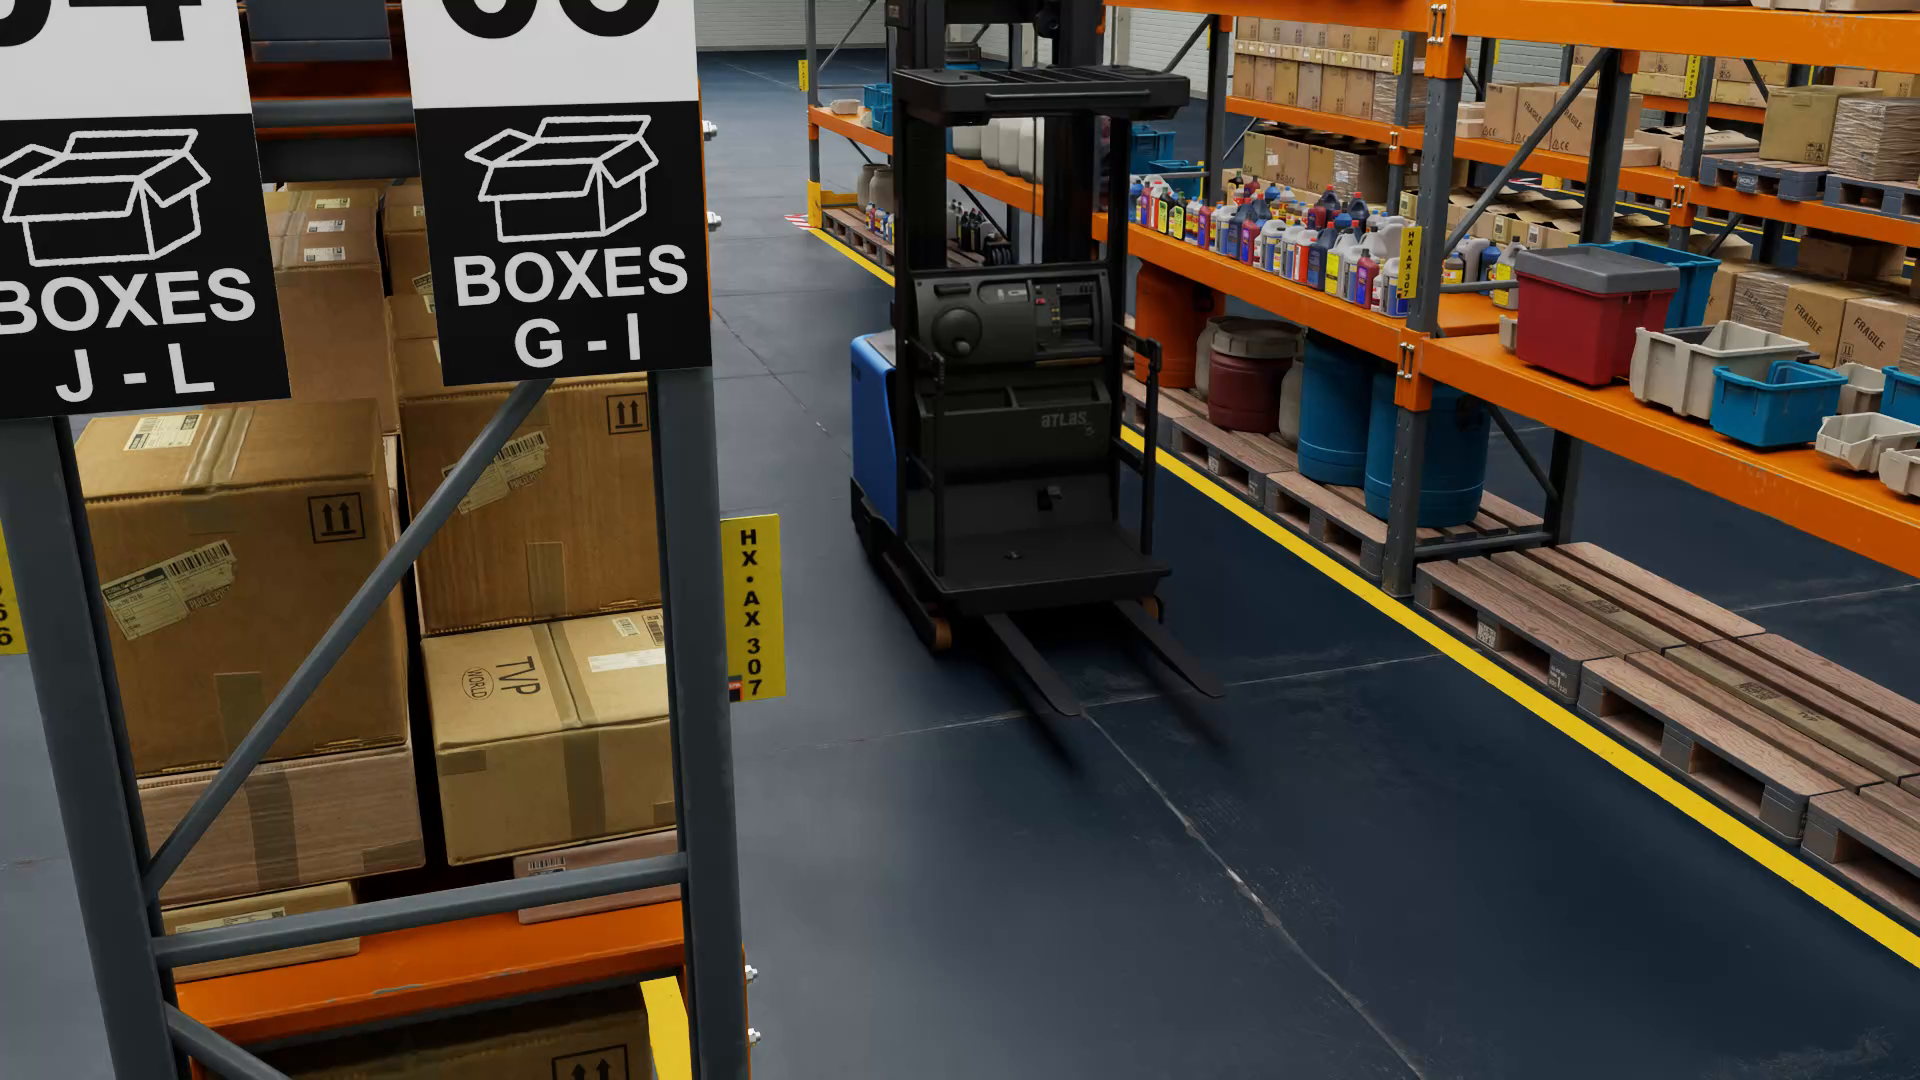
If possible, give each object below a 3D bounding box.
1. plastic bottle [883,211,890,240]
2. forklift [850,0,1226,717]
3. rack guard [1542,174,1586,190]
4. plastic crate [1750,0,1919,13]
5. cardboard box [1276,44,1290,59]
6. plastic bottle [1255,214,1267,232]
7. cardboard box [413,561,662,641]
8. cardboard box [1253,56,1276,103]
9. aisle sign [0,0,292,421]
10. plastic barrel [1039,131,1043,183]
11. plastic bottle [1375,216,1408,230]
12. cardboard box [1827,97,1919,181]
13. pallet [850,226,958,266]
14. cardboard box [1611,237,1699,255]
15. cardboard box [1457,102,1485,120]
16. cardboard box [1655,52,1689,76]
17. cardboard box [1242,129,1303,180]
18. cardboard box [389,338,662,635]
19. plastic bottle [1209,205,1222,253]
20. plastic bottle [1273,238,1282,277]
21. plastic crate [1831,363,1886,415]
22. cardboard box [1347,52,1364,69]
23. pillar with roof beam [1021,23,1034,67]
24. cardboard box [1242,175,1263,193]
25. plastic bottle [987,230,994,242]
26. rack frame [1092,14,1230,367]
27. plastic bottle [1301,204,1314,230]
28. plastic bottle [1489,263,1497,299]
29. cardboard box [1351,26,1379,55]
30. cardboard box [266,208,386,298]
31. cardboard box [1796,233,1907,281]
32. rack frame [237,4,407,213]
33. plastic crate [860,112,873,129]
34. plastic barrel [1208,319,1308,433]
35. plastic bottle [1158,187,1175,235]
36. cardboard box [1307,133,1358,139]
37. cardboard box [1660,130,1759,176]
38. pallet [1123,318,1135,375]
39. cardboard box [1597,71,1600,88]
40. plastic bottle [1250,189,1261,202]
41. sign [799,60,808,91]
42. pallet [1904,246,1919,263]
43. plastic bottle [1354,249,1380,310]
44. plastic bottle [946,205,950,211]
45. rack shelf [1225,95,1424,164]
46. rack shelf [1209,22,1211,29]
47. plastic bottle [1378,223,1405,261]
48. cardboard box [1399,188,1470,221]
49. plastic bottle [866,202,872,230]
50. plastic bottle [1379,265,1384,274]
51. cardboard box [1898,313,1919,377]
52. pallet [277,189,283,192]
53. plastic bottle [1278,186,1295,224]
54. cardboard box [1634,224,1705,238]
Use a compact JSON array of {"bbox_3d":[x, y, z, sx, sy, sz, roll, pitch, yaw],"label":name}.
[{"bbox_3d":[-0.723,-3.144,16.618,0.097,0.271,0.097,0,20,0],"label":"plastic bottle"},{"bbox_3d":[0.309,-1.018,7.415,1.130,2.935,3.031,-6,21,-15],"label":"forklift"},{"bbox_3d":[8.229,-4.895,21.805,1.175,0.500,0.348,-6,21,-17],"label":"rack guard"},{"bbox_3d":[2.945,-1.833,5.535,0.437,0.136,0.530,-6,21,-17],"label":"plastic crate"},{"bbox_3d":[3.749,-5.441,18.519,0.380,0.149,0.250,-7,21,-19],"label":"cardboard box"},{"bbox_3d":[1.706,-1.704,9.414,0.097,0.271,0.097,0,20,0],"label":"plastic bottle"},{"bbox_3d":[-0.937,0.199,3.706,0.500,0.250,0.500,-7,21,-18],"label":"cardboard box"},{"bbox_3d":[3.808,-5.296,19.076,0.700,0.500,0.500,-6,21,-16],"label":"cardboard box"},{"bbox_3d":[-1.135,-0.551,2.167,0.394,0.787,0.004,-6,21,-17],"label":"aisle sign"},{"bbox_3d":[0.789,-2.836,12.209,0.421,0.512,0.421,0,20,0],"label":"plastic barrel"},{"bbox_3d":[2.425,-1.695,9.380,0.152,0.276,0.135,-6,21,-17],"label":"plastic bottle"},{"bbox_3d":[6.430,-2.742,11.343,0.700,0.500,0.500,-3,20,-7],"label":"cardboard box"},{"bbox_3d":[-0.501,-3.059,17.122,1.003,0.211,1.213,-6,21,-17],"label":"pallet"},{"bbox_3d":[5.620,-2.310,13.528,0.500,0.311,0.500,-6,21,-16],"label":"cardboard box"},{"bbox_3d":[4.958,-4.061,16.006,0.500,0.250,0.500,-5,20,-14],"label":"cardboard box"},{"bbox_3d":[8.546,-5.712,19.465,0.500,0.500,0.500,-6,21,-16],"label":"cardboard box"},{"bbox_3d":[3.620,-4.469,19.258,0.500,0.500,0.500,-6,21,-17],"label":"cardboard box"},{"bbox_3d":[-0.924,-0.148,3.563,0.500,0.500,0.500,-7,21,-19],"label":"cardboard box"},{"bbox_3d":[1.518,-1.831,9.768,0.097,0.271,0.097,0,20,0],"label":"plastic bottle"},{"bbox_3d":[1.763,-1.548,9.081,0.097,0.201,0.097,0,20,0],"label":"plastic bottle"},{"bbox_3d":[3.405,-0.570,6.366,0.293,0.136,0.466,-6,21,-17],"label":"plastic crate"},{"bbox_3d":[4.228,-4.949,17.150,0.380,0.149,0.250,-6,21,-17],"label":"cardboard box"},{"bbox_3d":[-2.384,-16.031,40.236,9.100,9.000,0.400,-6,21,-17],"label":"pillar with roof beam"},{"bbox_3d":[3.622,-4.116,19.385,0.500,0.250,0.500,-6,21,-17],"label":"cardboard box"},{"bbox_3d":[0.310,-2.864,15.941,0.097,0.201,0.097,0,20,0],"label":"plastic bottle"},{"bbox_3d":[1.315,-2.476,11.372,1.000,3.000,0.127,-6,21,-17],"label":"rack frame"},{"bbox_3d":[2.153,-1.966,10.247,0.097,0.201,0.097,0,20,0],"label":"plastic bottle"},{"bbox_3d":[2.767,-1.340,8.503,0.097,0.201,0.097,0,20,0],"label":"plastic bottle"},{"bbox_3d":[4.456,-5.246,17.017,0.700,0.500,0.500,-6,21,-17],"label":"cardboard box"},{"bbox_3d":[-2.074,-0.749,5.236,0.500,0.500,0.500,-6,21,-17],"label":"cardboard box"},{"bbox_3d":[6.557,-2.092,12.240,0.500,0.250,0.500,-6,20,-15],"label":"cardboard box"},{"bbox_3d":[-2.130,-0.666,6.333,1.000,3.000,0.127,-6,21,-17],"label":"rack frame"},{"bbox_3d":[-0.693,-4.130,16.366,0.530,0.136,0.437,-6,21,-17],"label":"plastic crate"},{"bbox_3d":[1.840,-1.021,10.268,0.600,0.588,0.708,-6,21,-17],"label":"plastic barrel"},{"bbox_3d":[1.288,-2.051,10.363,0.061,0.283,0.133,-6,21,-17],"label":"plastic bottle"},{"bbox_3d":[4.283,-4.365,18.969,0.500,0.500,0.500,-6,21,-17],"label":"cardboard box"},{"bbox_3d":[5.946,-3.080,13.187,0.500,0.311,0.500,-5,20,-14],"label":"cardboard box"},{"bbox_3d":[1.108,-1.416,12.547,1.003,0.211,1.213,-6,21,-17],"label":"pallet"},{"bbox_3d":[8.234,-5.679,20.483,0.500,0.250,0.500,-7,21,-19],"label":"cardboard box"},{"bbox_3d":[1.939,-2.185,10.856,0.097,0.201,0.097,0,20,0],"label":"plastic bottle"},{"bbox_3d":[-1.723,-5.116,18.314,0.100,0.325,0.005,-6,21,-17],"label":"sign"},{"bbox_3d":[10.096,-2.858,16.561,1.003,0.211,1.213,-6,21,-17],"label":"pallet"},{"bbox_3d":[2.026,-1.299,8.268,0.061,0.283,0.133,-6,21,-17],"label":"plastic bottle"},{"bbox_3d":[-0.109,-3.297,17.037,0.152,0.276,0.135,-7,21,-19],"label":"plastic bottle"},{"bbox_3d":[4.133,-4.588,18.316,1.077,0.370,4.000,-6,21,-17],"label":"rack shelf"},{"bbox_3d":[0.686,-4.191,12.774,1.077,0.370,4.000,-6,21,-17],"label":"rack shelf"},{"bbox_3d":[2.353,-1.604,9.128,0.152,0.276,0.135,-6,21,-17],"label":"plastic bottle"},{"bbox_3d":[4.655,-3.293,16.264,0.500,0.311,0.500,-6,21,-17],"label":"cardboard box"},{"bbox_3d":[-0.925,-3.351,17.195,0.097,0.271,0.097,0,20,0],"label":"plastic bottle"},{"bbox_3d":[2.095,-1.275,8.321,0.097,0.201,0.097,0,20,0],"label":"plastic bottle"},{"bbox_3d":[6.544,-1.196,10.857,0.500,0.500,0.500,-6,21,-17],"label":"cardboard box"},{"bbox_3d":[-3.712,-2.077,10.545,1.213,0.211,1.003,-6,21,-17],"label":"pallet"},{"bbox_3d":[2.061,-2.093,10.496,0.097,0.271,0.097,0,20,0],"label":"plastic bottle"},{"bbox_3d":[5.960,-2.535,14.155,0.500,0.311,0.500,-7,21,-19],"label":"cardboard box"}]
